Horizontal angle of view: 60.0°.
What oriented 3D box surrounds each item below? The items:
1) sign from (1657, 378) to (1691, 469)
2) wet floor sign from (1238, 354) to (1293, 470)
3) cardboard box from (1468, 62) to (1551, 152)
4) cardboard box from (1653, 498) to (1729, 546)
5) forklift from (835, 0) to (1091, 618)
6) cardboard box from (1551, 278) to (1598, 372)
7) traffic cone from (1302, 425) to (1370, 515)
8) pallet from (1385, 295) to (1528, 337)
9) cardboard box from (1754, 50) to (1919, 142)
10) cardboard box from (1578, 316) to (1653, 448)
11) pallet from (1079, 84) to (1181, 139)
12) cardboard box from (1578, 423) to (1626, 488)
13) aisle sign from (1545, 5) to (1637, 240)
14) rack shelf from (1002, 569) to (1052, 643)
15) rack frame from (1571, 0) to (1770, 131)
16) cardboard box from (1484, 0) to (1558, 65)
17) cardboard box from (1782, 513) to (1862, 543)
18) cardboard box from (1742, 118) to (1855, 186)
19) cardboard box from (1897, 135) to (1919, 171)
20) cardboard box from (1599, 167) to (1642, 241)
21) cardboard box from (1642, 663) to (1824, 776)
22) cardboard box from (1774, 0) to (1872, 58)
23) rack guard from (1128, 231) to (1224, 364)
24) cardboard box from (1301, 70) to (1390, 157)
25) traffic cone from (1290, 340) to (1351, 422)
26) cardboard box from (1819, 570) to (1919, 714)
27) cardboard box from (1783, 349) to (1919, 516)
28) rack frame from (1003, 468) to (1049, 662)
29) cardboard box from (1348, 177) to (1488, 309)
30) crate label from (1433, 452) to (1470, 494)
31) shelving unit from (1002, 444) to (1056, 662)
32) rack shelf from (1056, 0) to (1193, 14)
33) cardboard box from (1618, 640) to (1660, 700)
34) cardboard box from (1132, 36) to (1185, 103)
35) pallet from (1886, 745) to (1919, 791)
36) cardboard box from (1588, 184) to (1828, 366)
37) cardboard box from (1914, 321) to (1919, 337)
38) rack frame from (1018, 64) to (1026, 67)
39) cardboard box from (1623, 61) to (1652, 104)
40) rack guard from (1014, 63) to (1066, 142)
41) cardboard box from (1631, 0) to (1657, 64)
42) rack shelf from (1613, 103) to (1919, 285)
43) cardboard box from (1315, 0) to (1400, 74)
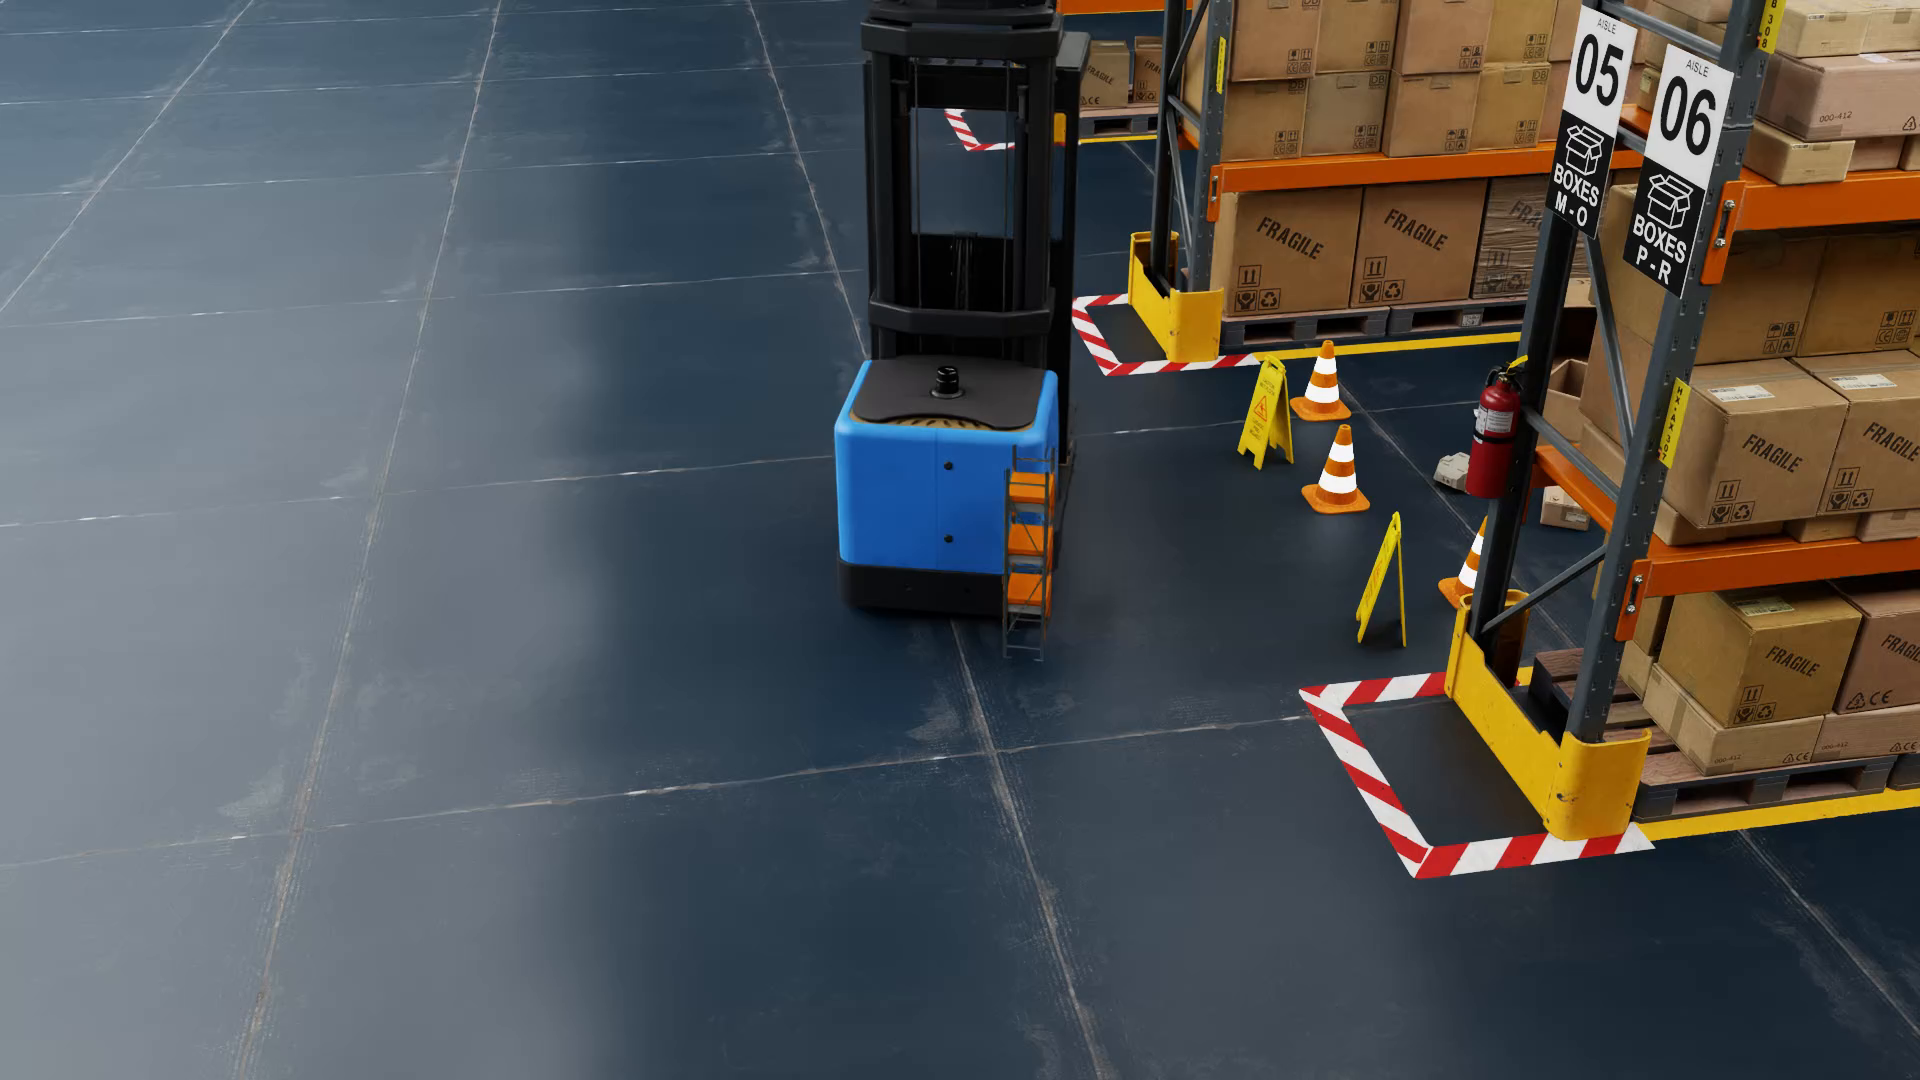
[{"bbox_3d":[2.594,-0.425,6.049,0.005,0.325,0.100,-5,31,-9],"label":"sign"},{"bbox_3d":[1.834,-0.776,9.824,0.232,0.644,0.267,-11,32,-17],"label":"wet floor sign"},{"bbox_3d":[3.487,-3.021,11.170,0.500,0.550,0.875,-5,31,-9],"label":"cardboard box"},{"bbox_3d":[2.868,-0.142,6.670,0.250,0.149,0.380,-5,31,-9],"label":"cardboard box"},{"bbox_3d":[0.094,-1.599,8.969,1.130,2.935,3.031,4,31,7],"label":"forklift"},{"bbox_3d":[4.098,-1.416,11.053,0.500,0.500,0.500,0,30,0],"label":"cardboard box"},{"bbox_3d":[2.153,-0.433,9.421,0.334,0.463,0.336,-5,31,-9],"label":"traffic cone"},{"bbox_3d":[3.476,-1.801,11.994,1.213,0.211,1.003,-5,31,-9],"label":"pallet"},{"bbox_3d":[3.039,-1.592,5.783,0.500,0.250,0.500,-6,31,-10],"label":"cardboard box"},{"bbox_3d":[2.981,-0.680,6.946,0.500,0.500,0.500,-6,31,-10],"label":"cardboard box"},{"bbox_3d":[1.592,-4.125,15.946,1.213,0.211,1.003,-5,31,-9],"label":"pallet"},{"bbox_3d":[2.826,-0.355,7.032,0.250,0.149,0.380,-4,31,-7],"label":"cardboard box"},{"bbox_3d":[2.383,-1.582,6.306,0.004,0.787,0.394,-5,31,-9],"label":"aisle sign"},{"bbox_3d":[0.329,0.321,8.127,0.215,0.259,0.240,5,31,8],"label":"rack shelf"},{"bbox_3d":[2.497,-2.908,5.208,0.127,3.000,1.000,-5,31,-9],"label":"rack frame"},{"bbox_3d":[3.475,-3.518,10.951,0.500,0.550,0.875,-5,31,-9],"label":"cardboard box"},{"bbox_3d":[3.389,-0.156,6.693,0.250,0.149,0.380,-6,31,-11],"label":"cardboard box"},{"bbox_3d":[2.881,-1.375,5.808,0.250,0.149,0.380,-5,31,-9],"label":"cardboard box"},{"bbox_3d":[3.390,-1.451,5.937,0.250,0.149,0.380,-4,31,-8],"label":"cardboard box"},{"bbox_3d":[4.809,-2.389,11.925,0.875,0.875,0.875,-5,31,-8],"label":"cardboard box"},{"bbox_3d":[3.340,0.746,7.210,0.500,0.250,0.500,-6,31,-9],"label":"cardboard box"},{"bbox_3d":[2.883,-1.781,5.712,0.250,0.149,0.380,-6,31,-9],"label":"cardboard box"},{"bbox_3d":[1.482,-1.701,11.540,0.348,0.500,1.175,-5,31,-9],"label":"rack guard"},{"bbox_3d":[2.399,-2.963,11.072,0.550,0.550,0.875,-5,31,-9],"label":"cardboard box"},{"bbox_3d":[2.284,-1.028,10.432,0.334,0.463,0.336,-5,31,-9],"label":"traffic cone"},{"bbox_3d":[3.877,0.371,7.109,0.500,0.500,0.500,-6,31,-11],"label":"cardboard box"},{"bbox_3d":[3.521,-0.447,6.550,0.500,0.500,0.500,-4,31,-7],"label":"cardboard box"},{"bbox_3d":[0.309,0.134,7.877,0.200,1.050,0.008,5,31,8],"label":"rack frame"},{"bbox_3d":[3.026,-2.222,11.642,0.875,0.875,0.875,-6,31,-10],"label":"cardboard box"},{"bbox_3d":[2.915,-0.396,9.678,0.298,0.136,0.250,-23,38,-34],"label":"crate label"},{"bbox_3d":[0.329,0.073,7.981,0.215,1.050,0.252,5,31,8],"label":"shelving unit"},{"bbox_3d":[2.679,-5.136,15.625,4.000,0.370,1.077,-5,31,-9],"label":"rack shelf"},{"bbox_3d":[3.267,0.472,7.677,0.500,0.250,0.500,-5,31,-9],"label":"cardboard box"},{"bbox_3d":[1.911,-4.487,15.863,0.500,0.500,0.500,2,31,4],"label":"cardboard box"},{"bbox_3d":[4.574,0.707,7.730,1.213,0.211,1.003,-5,31,-9],"label":"pallet"},{"bbox_3d":[2.960,-1.080,6.639,0.500,0.500,0.700,-6,31,-10],"label":"cardboard box"},{"bbox_3d":[3.942,-1.220,6.878,0.500,0.500,0.700,-6,31,-10],"label":"cardboard box"},{"bbox_3d":[0.712,-5.263,15.132,0.127,3.000,1.000,-5,31,-9],"label":"rack frame"},{"bbox_3d":[4.542,-3.110,11.321,0.550,0.550,0.875,-5,31,-9],"label":"cardboard box"},{"bbox_3d":[0.786,-4.193,15.777,0.348,0.500,1.175,-5,31,-9],"label":"rack guard"},{"bbox_3d":[4.551,-3.552,11.008,0.550,0.550,0.875,-5,31,-9],"label":"cardboard box"},{"bbox_3d":[4.464,-1.488,6.461,4.000,0.370,1.077,-5,31,-9],"label":"rack shelf"},{"bbox_3d":[2.402,-3.422,10.787,0.550,0.550,0.875,-5,31,-9],"label":"cardboard box"}]
